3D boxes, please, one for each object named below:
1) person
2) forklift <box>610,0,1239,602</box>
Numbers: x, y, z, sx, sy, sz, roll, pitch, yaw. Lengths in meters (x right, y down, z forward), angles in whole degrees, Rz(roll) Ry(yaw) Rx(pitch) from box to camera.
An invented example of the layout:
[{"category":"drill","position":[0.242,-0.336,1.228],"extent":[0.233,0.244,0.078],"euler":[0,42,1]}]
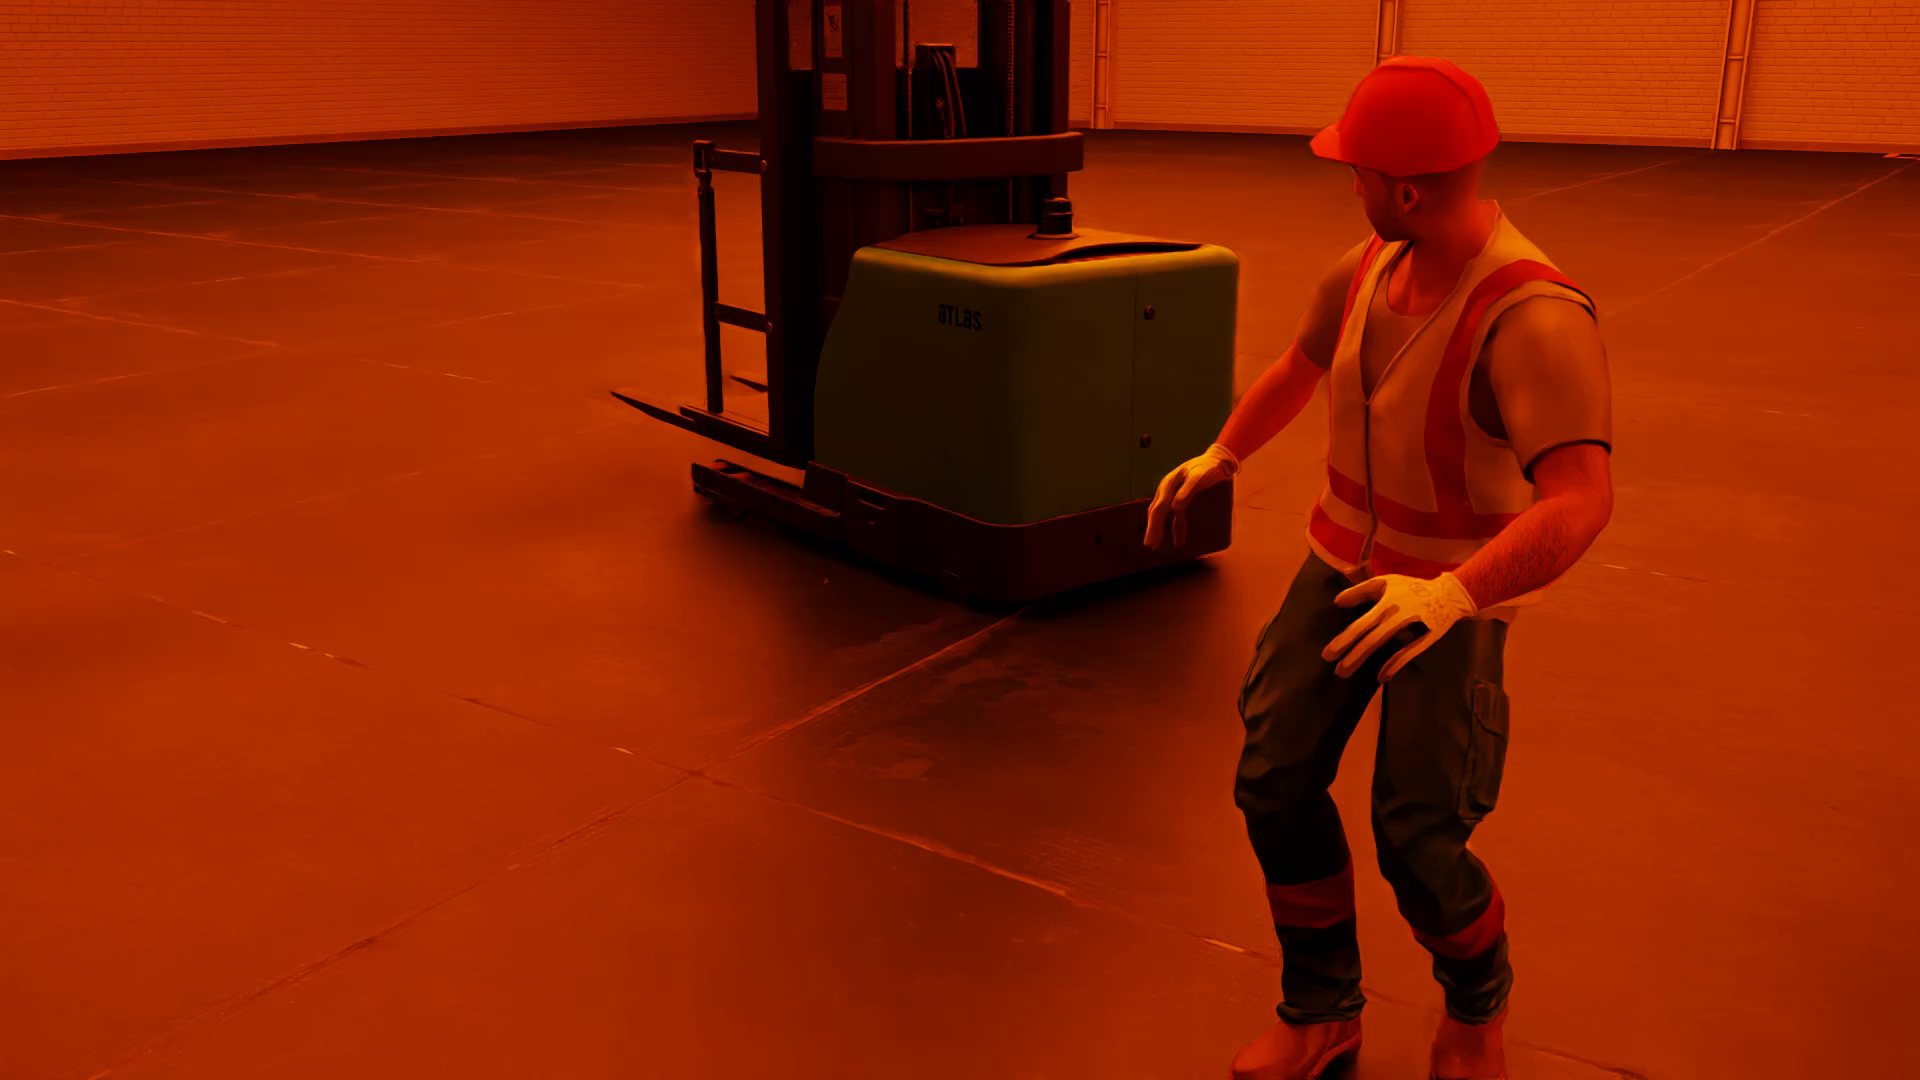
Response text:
[{"category":"person","position":[0.626,0.106,2.647],"extent":[0.726,1.686,0.821],"euler":[-13,21,-36]},{"category":"forklift","position":[-0.374,-1.571,6.085],"extent":[1.130,2.935,3.031],"euler":[-12,21,-36]}]
